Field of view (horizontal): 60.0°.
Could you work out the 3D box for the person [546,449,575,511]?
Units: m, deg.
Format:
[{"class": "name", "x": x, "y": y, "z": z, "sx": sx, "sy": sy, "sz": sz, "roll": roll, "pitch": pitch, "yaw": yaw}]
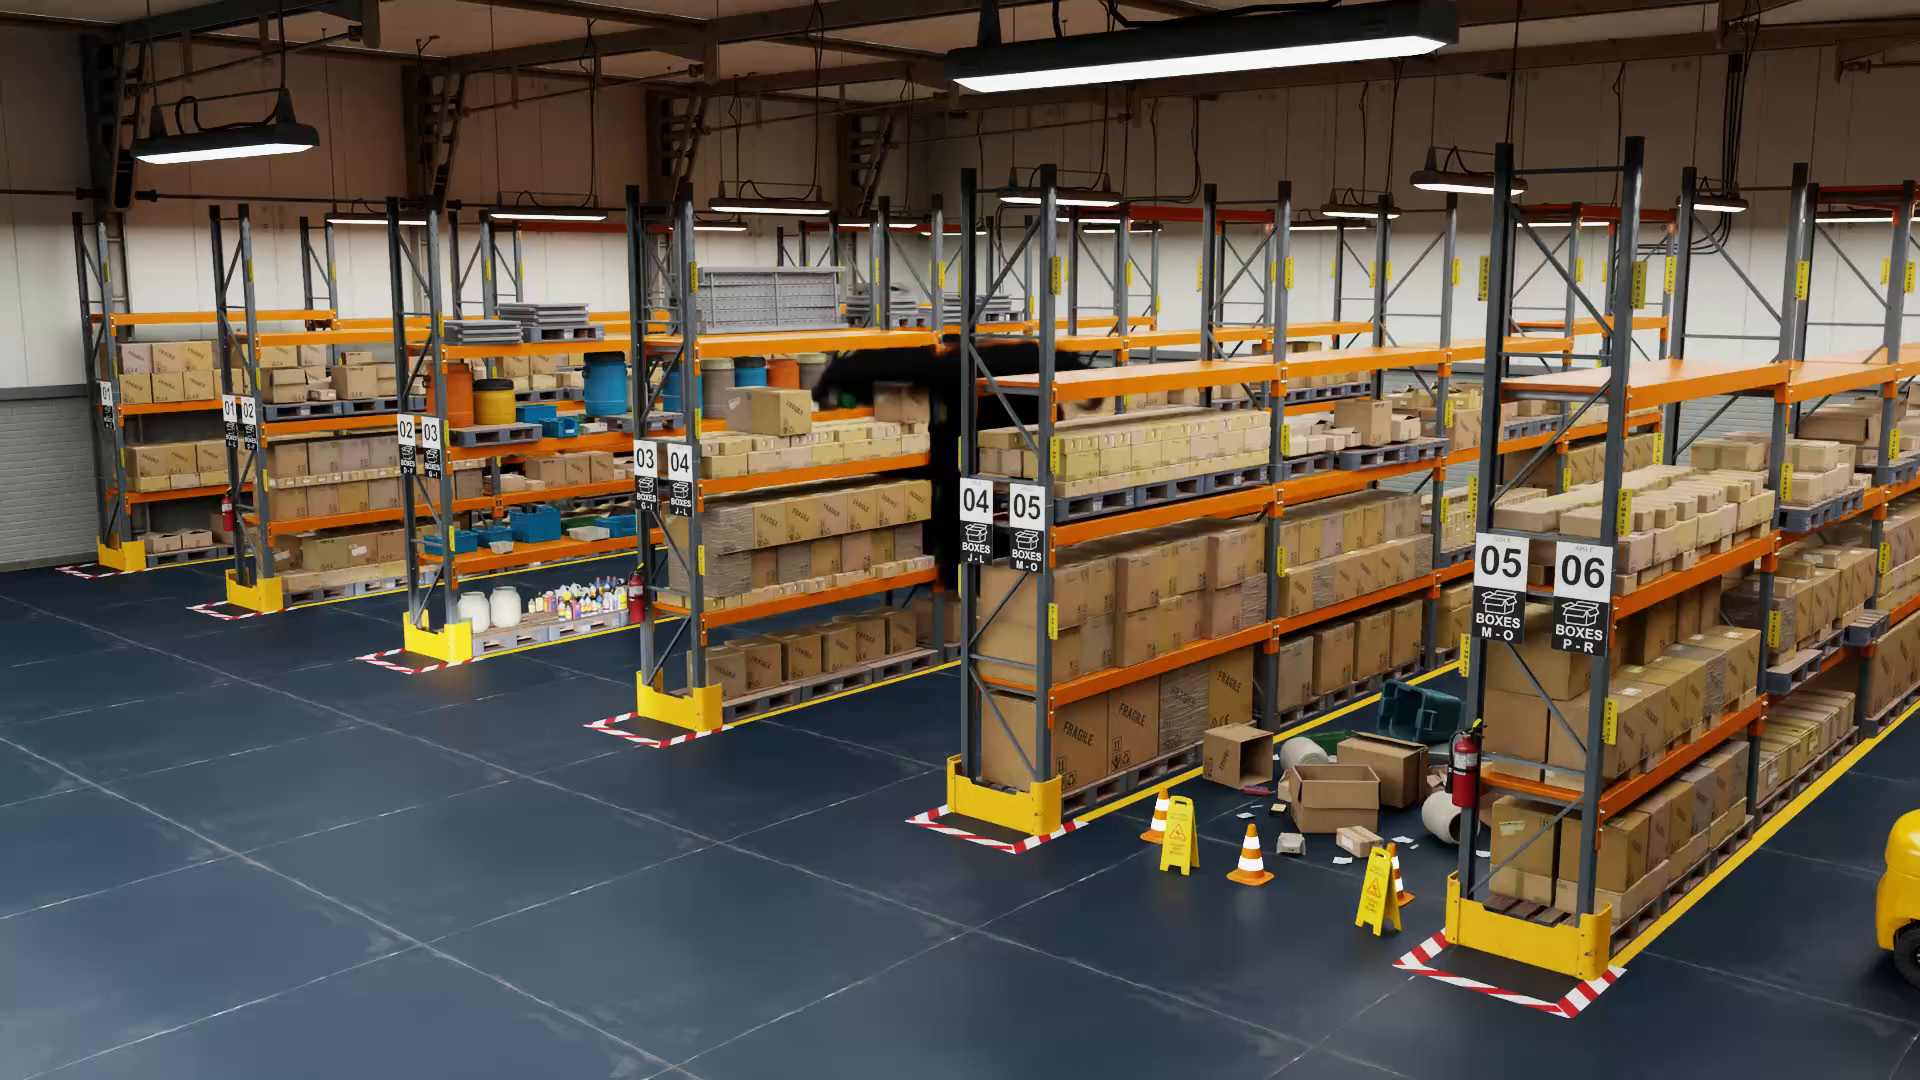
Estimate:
[{"class": "person", "x": -7.803, "y": -1.088, "z": 32.482, "sx": 0.695, "sy": 1.790, "sz": 0.721, "roll": 5, "pitch": 11, "yaw": 30}]
